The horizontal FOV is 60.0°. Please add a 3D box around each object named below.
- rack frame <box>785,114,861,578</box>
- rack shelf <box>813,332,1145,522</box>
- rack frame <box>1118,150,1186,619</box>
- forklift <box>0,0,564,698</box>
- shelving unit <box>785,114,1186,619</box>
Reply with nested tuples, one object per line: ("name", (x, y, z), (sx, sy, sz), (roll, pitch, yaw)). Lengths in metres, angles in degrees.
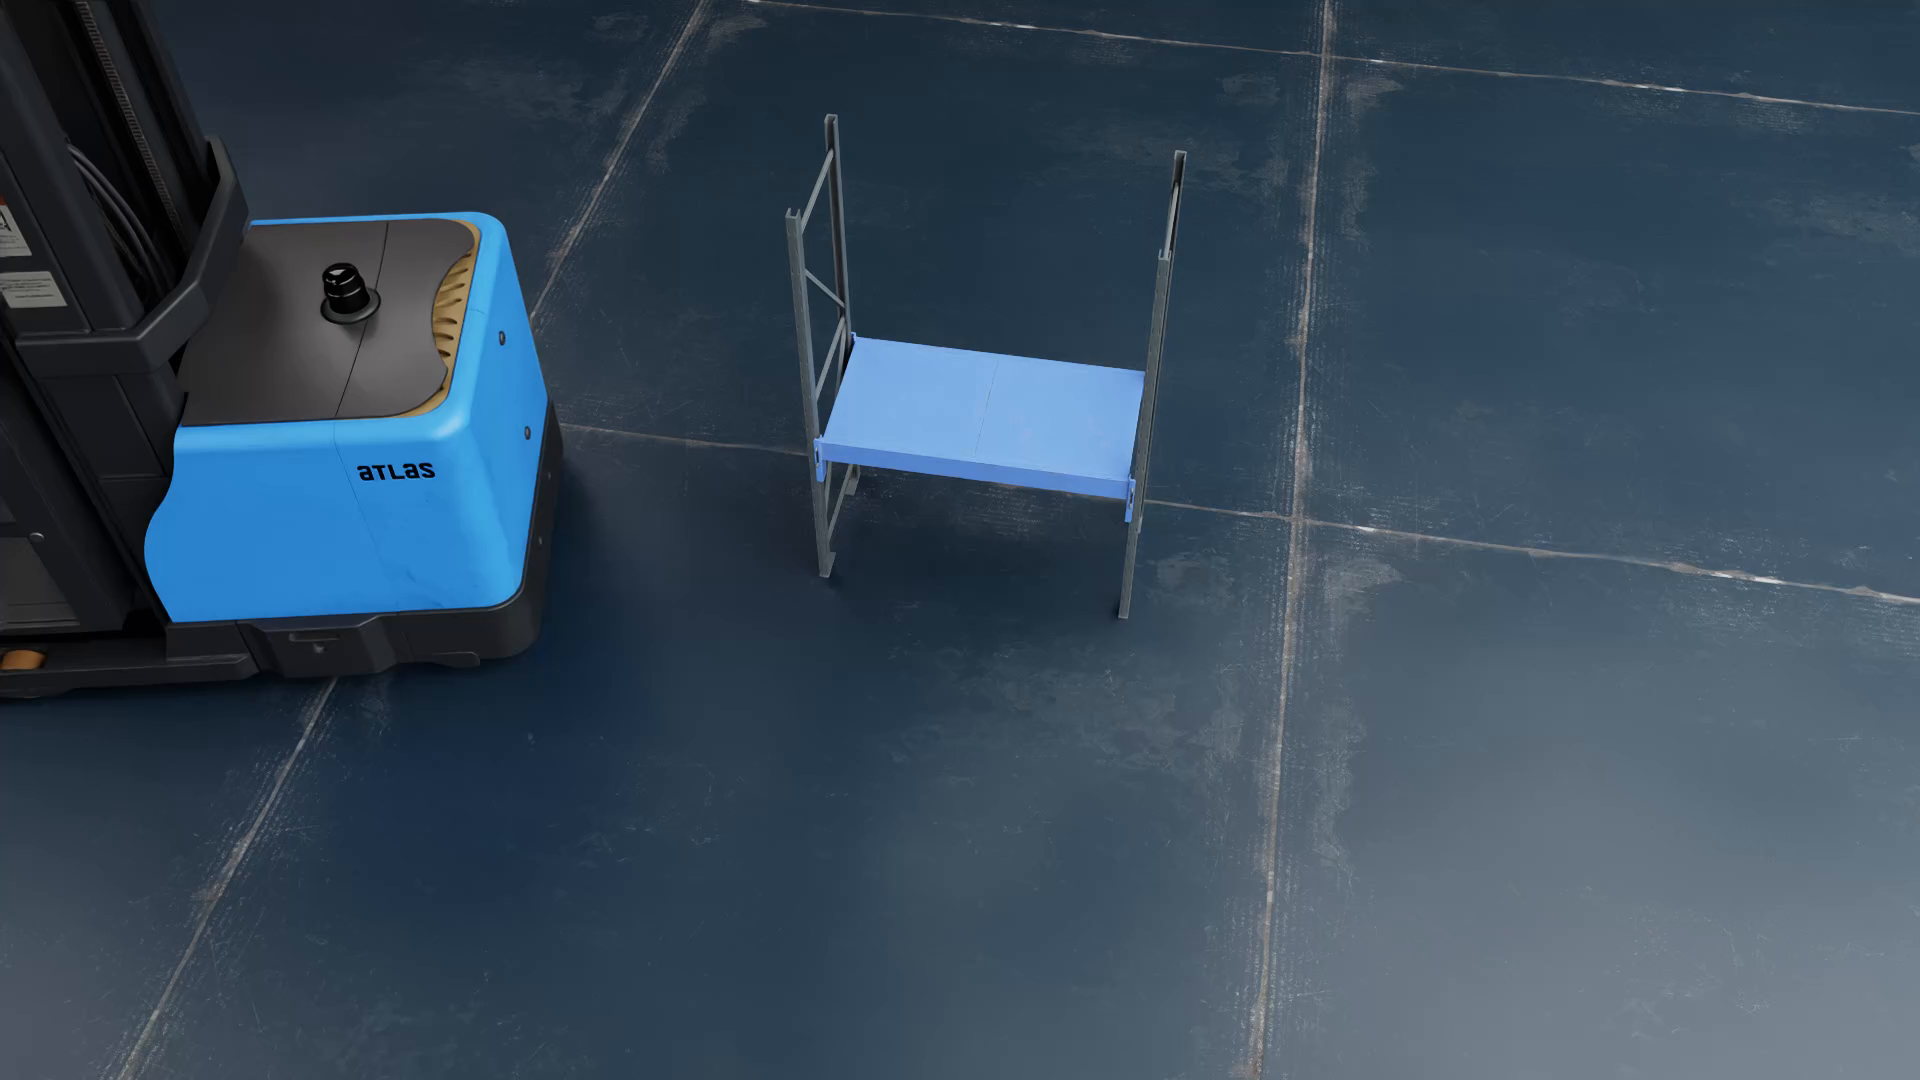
("rack frame", (-0.416, -0.557, 5.242), (0.032, 1.500, 0.500), (8, 49, 7))
("rack shelf", (0.084, -0.370, 5.316), (1.000, 0.185, 0.538), (8, 49, 7))
("rack frame", (0.584, -0.423, 5.122), (0.032, 1.500, 0.500), (8, 49, 7))
("forklift", (-2.902, -0.876, 4.567), (3.031, 2.935, 1.130), (-3, 48, -2))
("shelving unit", (0.084, -0.490, 5.182), (1.048, 1.500, 0.538), (8, 49, 7))
